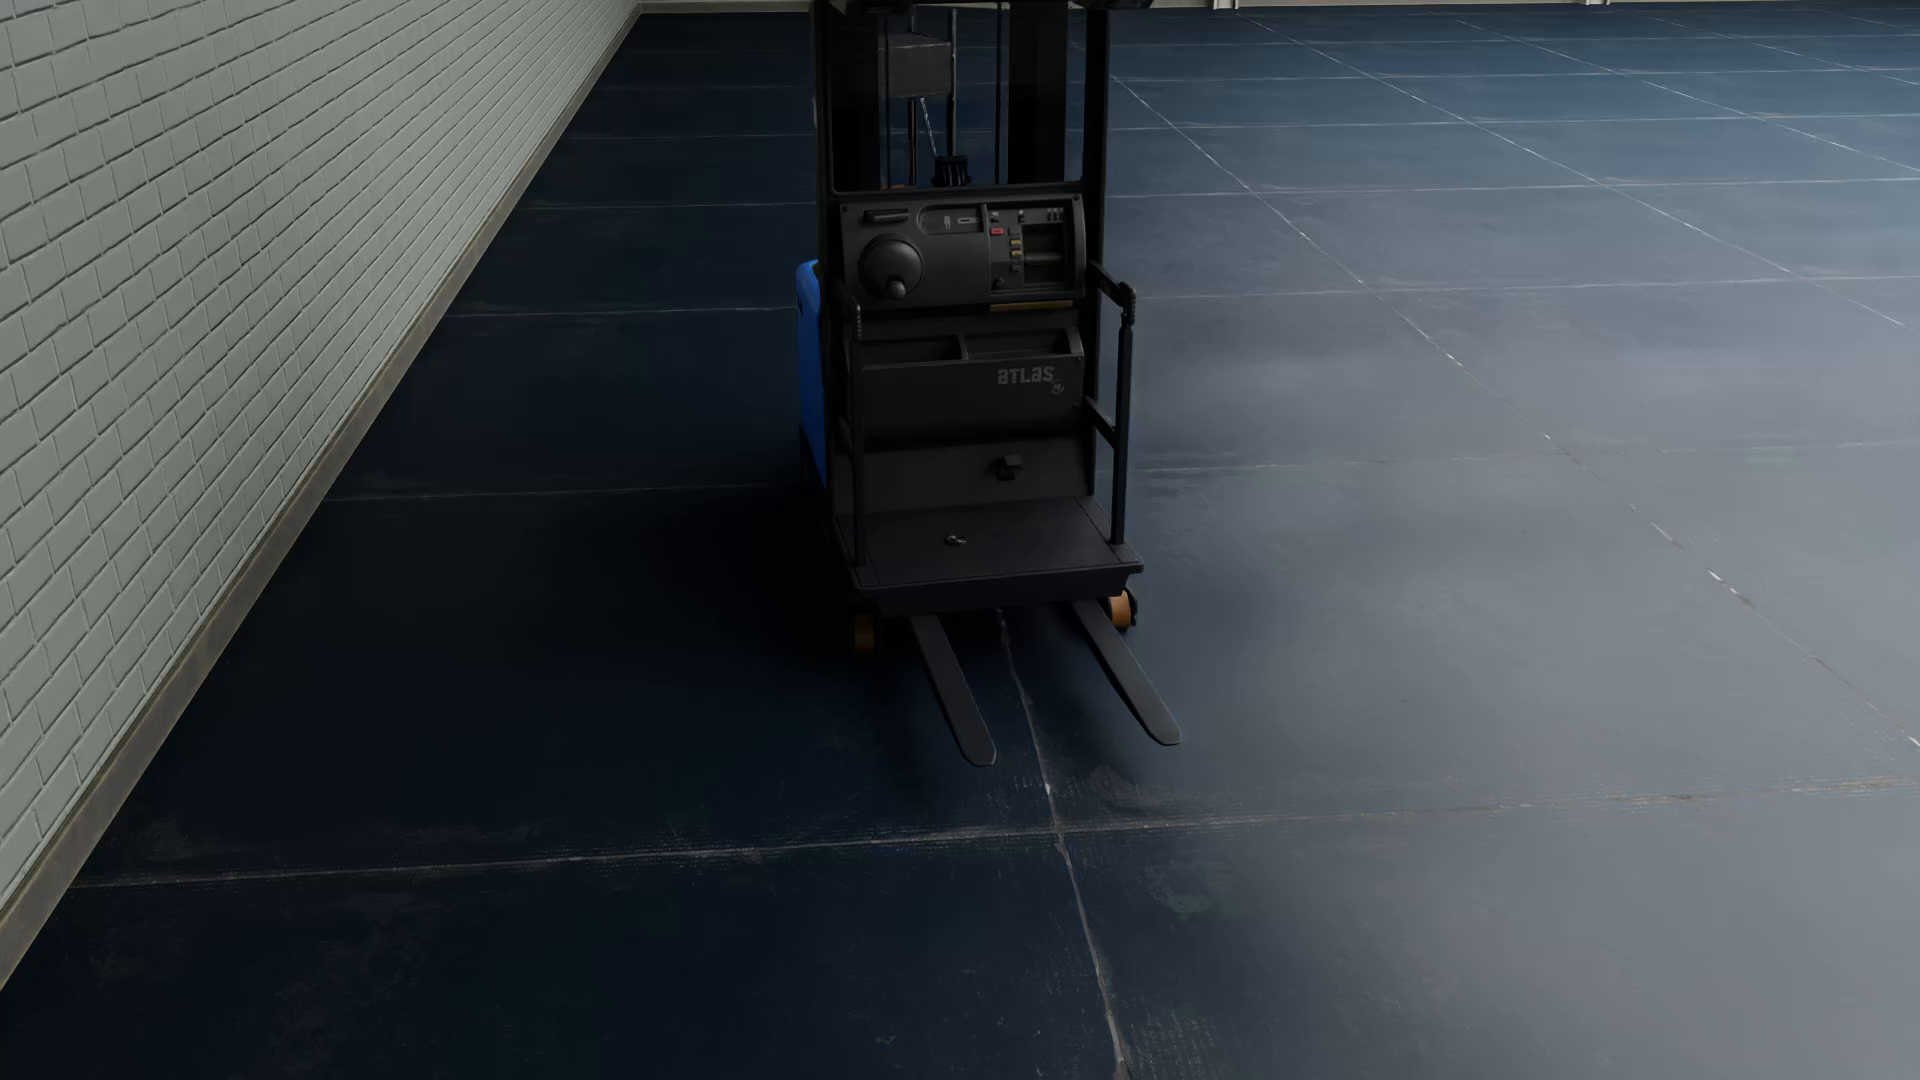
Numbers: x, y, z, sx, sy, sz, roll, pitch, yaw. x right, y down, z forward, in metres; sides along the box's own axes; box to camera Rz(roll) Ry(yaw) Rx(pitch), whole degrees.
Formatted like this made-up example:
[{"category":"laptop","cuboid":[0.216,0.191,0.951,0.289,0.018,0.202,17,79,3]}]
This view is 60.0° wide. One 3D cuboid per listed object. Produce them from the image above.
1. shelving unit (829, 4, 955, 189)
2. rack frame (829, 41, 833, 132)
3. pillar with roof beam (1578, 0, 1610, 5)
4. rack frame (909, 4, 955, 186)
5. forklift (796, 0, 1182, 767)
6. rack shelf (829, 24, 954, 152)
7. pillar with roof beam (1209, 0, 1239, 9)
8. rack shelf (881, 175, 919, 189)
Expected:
[{"category":"shelving unit","cuboid":[-0.342,-1.413,7.842,0.503,2.100,0.431,-13,27,-28]},{"category":"rack frame","cuboid":[-0.552,-1.363,7.728,0.015,2.100,0.400,-13,27,-28]},{"category":"pillar with roof beam","cuboid":[10.497,-10.907,20.709,0.400,9.000,9.100,-2,24,-5]},{"category":"rack frame","cuboid":[-0.131,-1.462,7.955,0.015,2.100,0.400,-13,27,-28]},{"category":"forklift","cuboid":[0.061,-1.068,6.044,1.130,2.935,3.031,-5,24,-11]},{"category":"rack shelf","cuboid":[-0.340,-2.040,7.564,0.480,0.518,0.431,-13,27,-28]},{"category":"pillar with roof beam","cuboid":[4.526,-10.667,20.170,0.400,9.000,9.100,-2,24,-5]},{"category":"rack shelf","cuboid":[-0.342,-1.400,7.847,0.480,0.518,0.431,-13,27,-28]}]
